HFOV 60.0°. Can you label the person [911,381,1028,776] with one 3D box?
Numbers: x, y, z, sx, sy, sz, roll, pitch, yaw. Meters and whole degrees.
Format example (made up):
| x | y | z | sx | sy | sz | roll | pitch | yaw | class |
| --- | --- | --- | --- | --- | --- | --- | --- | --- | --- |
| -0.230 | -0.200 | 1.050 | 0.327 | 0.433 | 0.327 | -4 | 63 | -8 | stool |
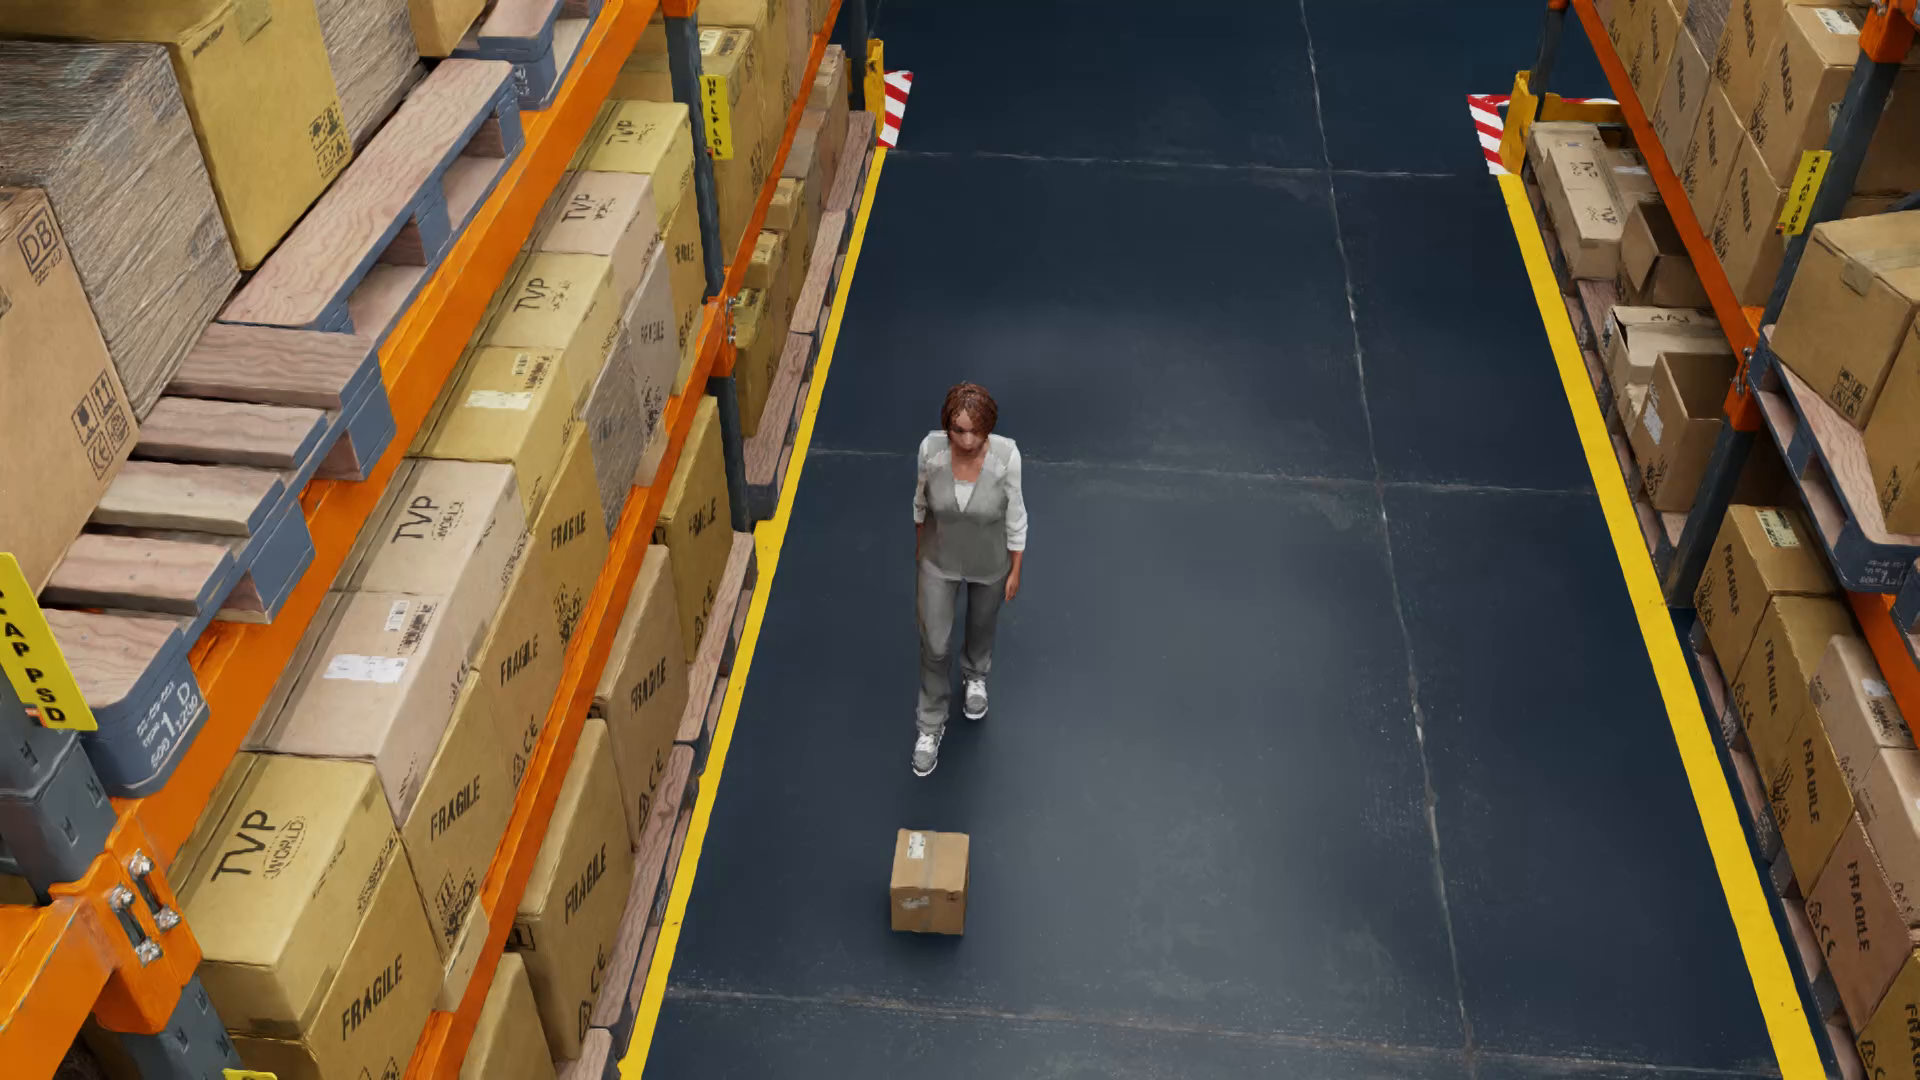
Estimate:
| x | y | z | sx | sy | sz | roll | pitch | yaw | class |
| --- | --- | --- | --- | --- | --- | --- | --- | --- | --- |
| 0.030 | 0.120 | 6.030 | 0.420 | 1.600 | 0.563 | 1 | 41 | 2 | person |
